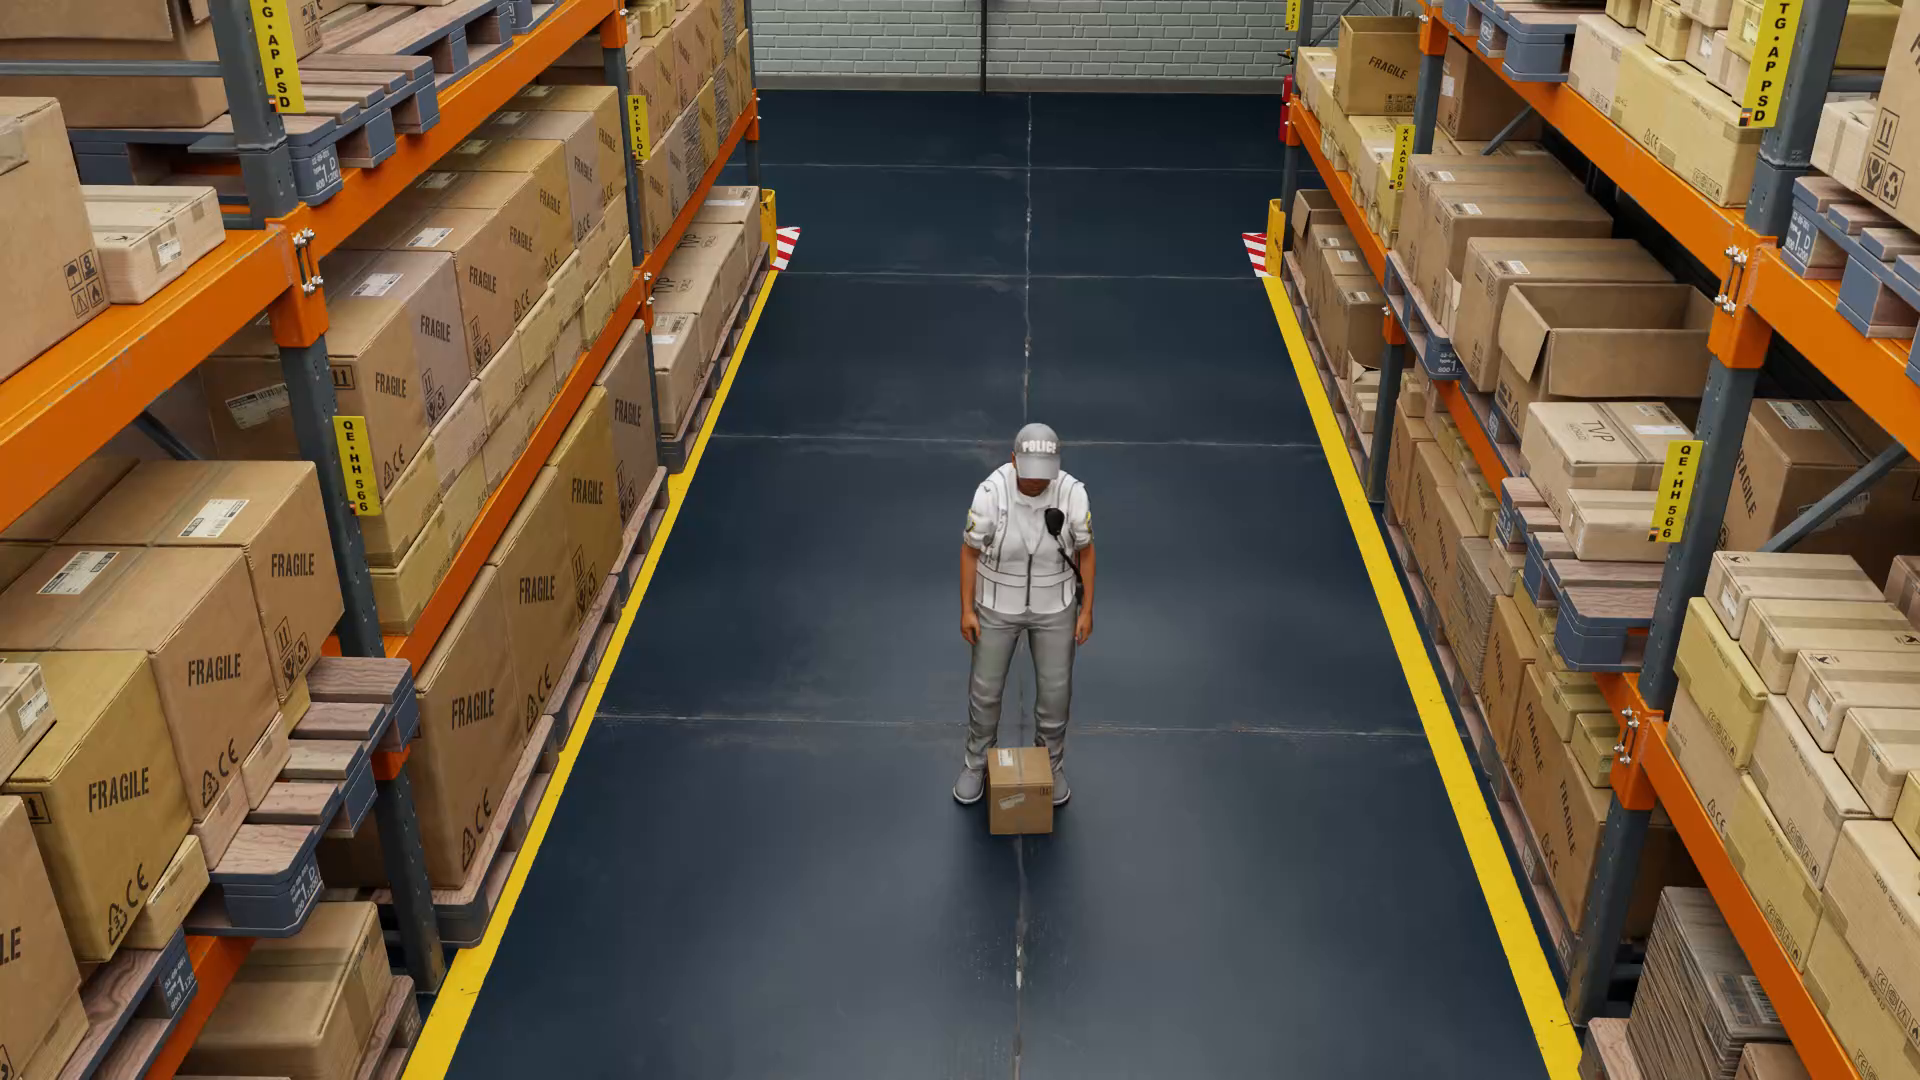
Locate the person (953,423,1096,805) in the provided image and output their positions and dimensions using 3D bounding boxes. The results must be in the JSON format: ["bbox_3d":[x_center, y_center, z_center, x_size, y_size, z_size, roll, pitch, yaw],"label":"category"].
[{"bbox_3d":[0.252,0.286,6.579,0.560,1.667,0.466,0,28,0],"label":"person"}]
